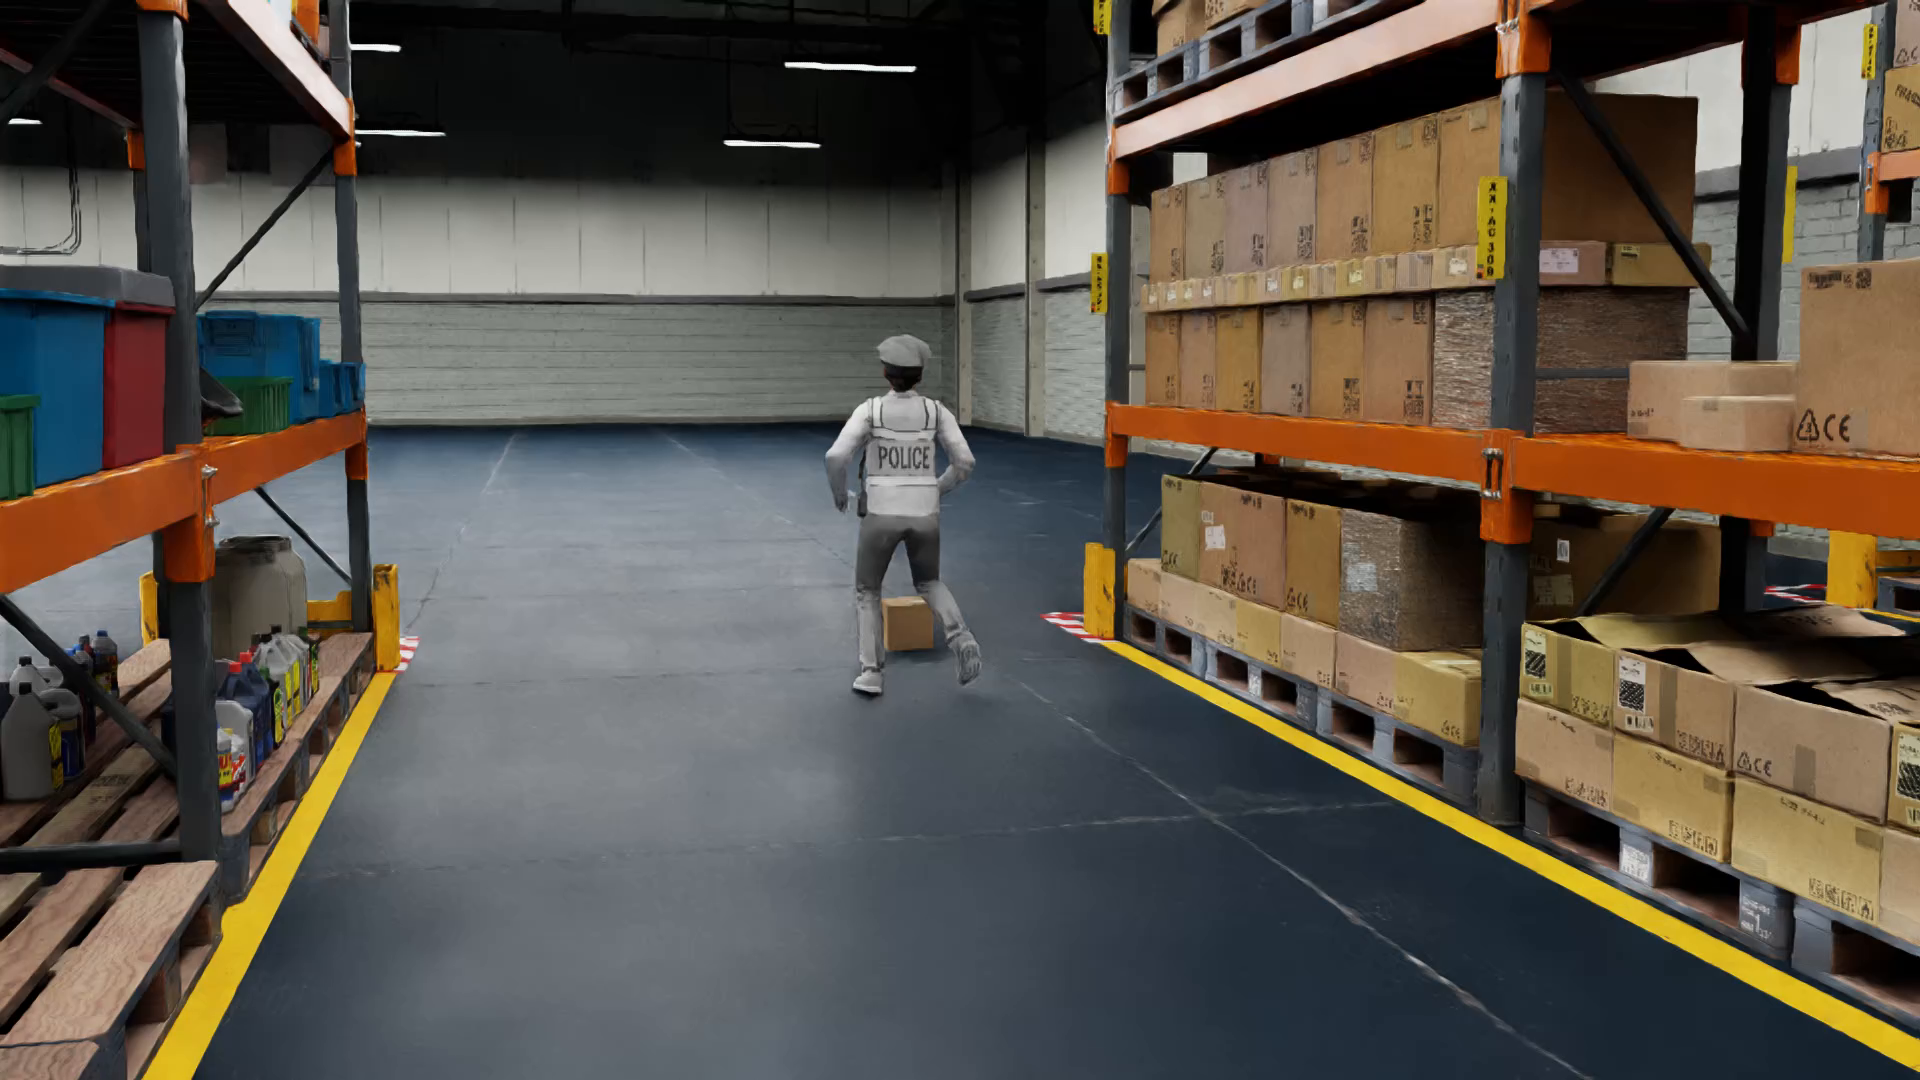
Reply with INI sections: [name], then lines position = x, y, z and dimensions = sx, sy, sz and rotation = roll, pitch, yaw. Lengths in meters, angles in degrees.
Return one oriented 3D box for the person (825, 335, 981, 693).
[person]
position = -0.281, -0.107, 7.684
dimensions = 0.727, 1.670, 0.461
rotation = -2, 7, -17
